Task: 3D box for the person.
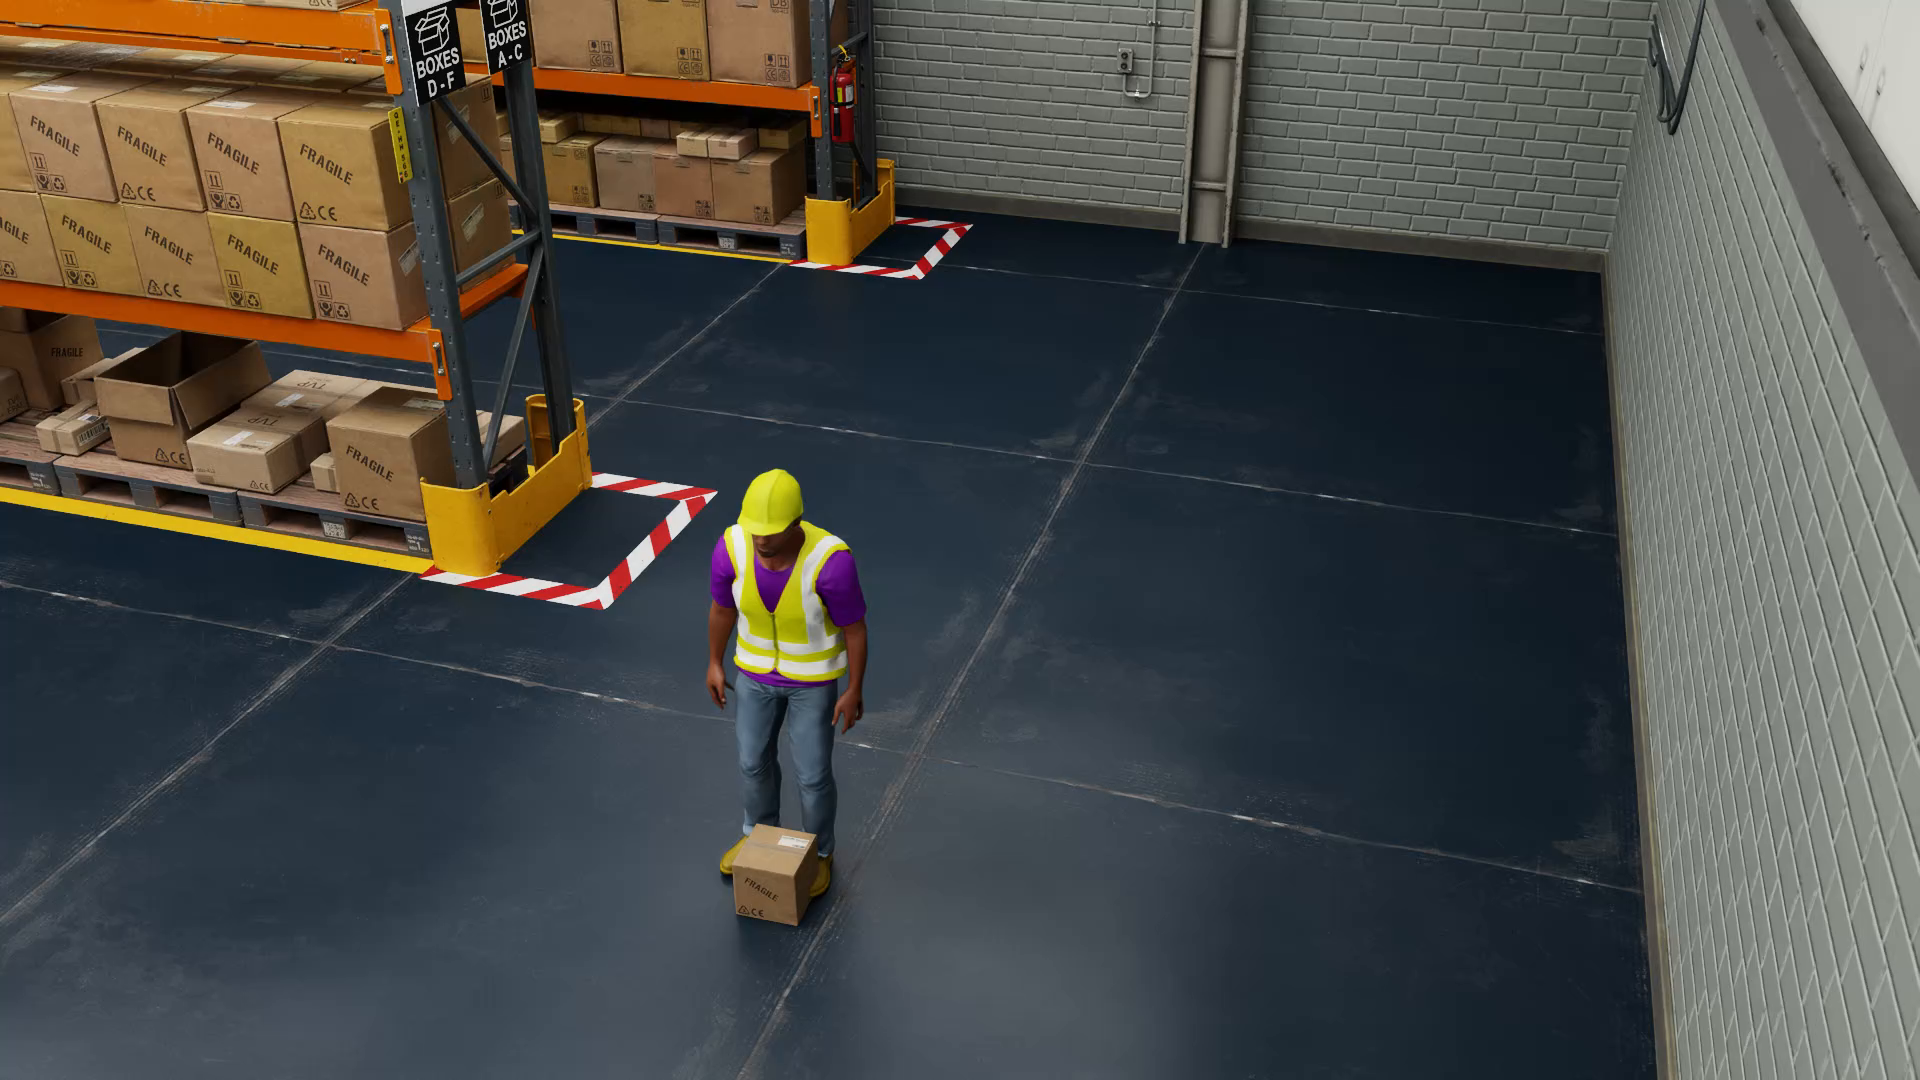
[{"bbox_3d":[-0.650,0.510,6.189,0.628,1.760,0.459,9,30,15],"label":"person"}]
